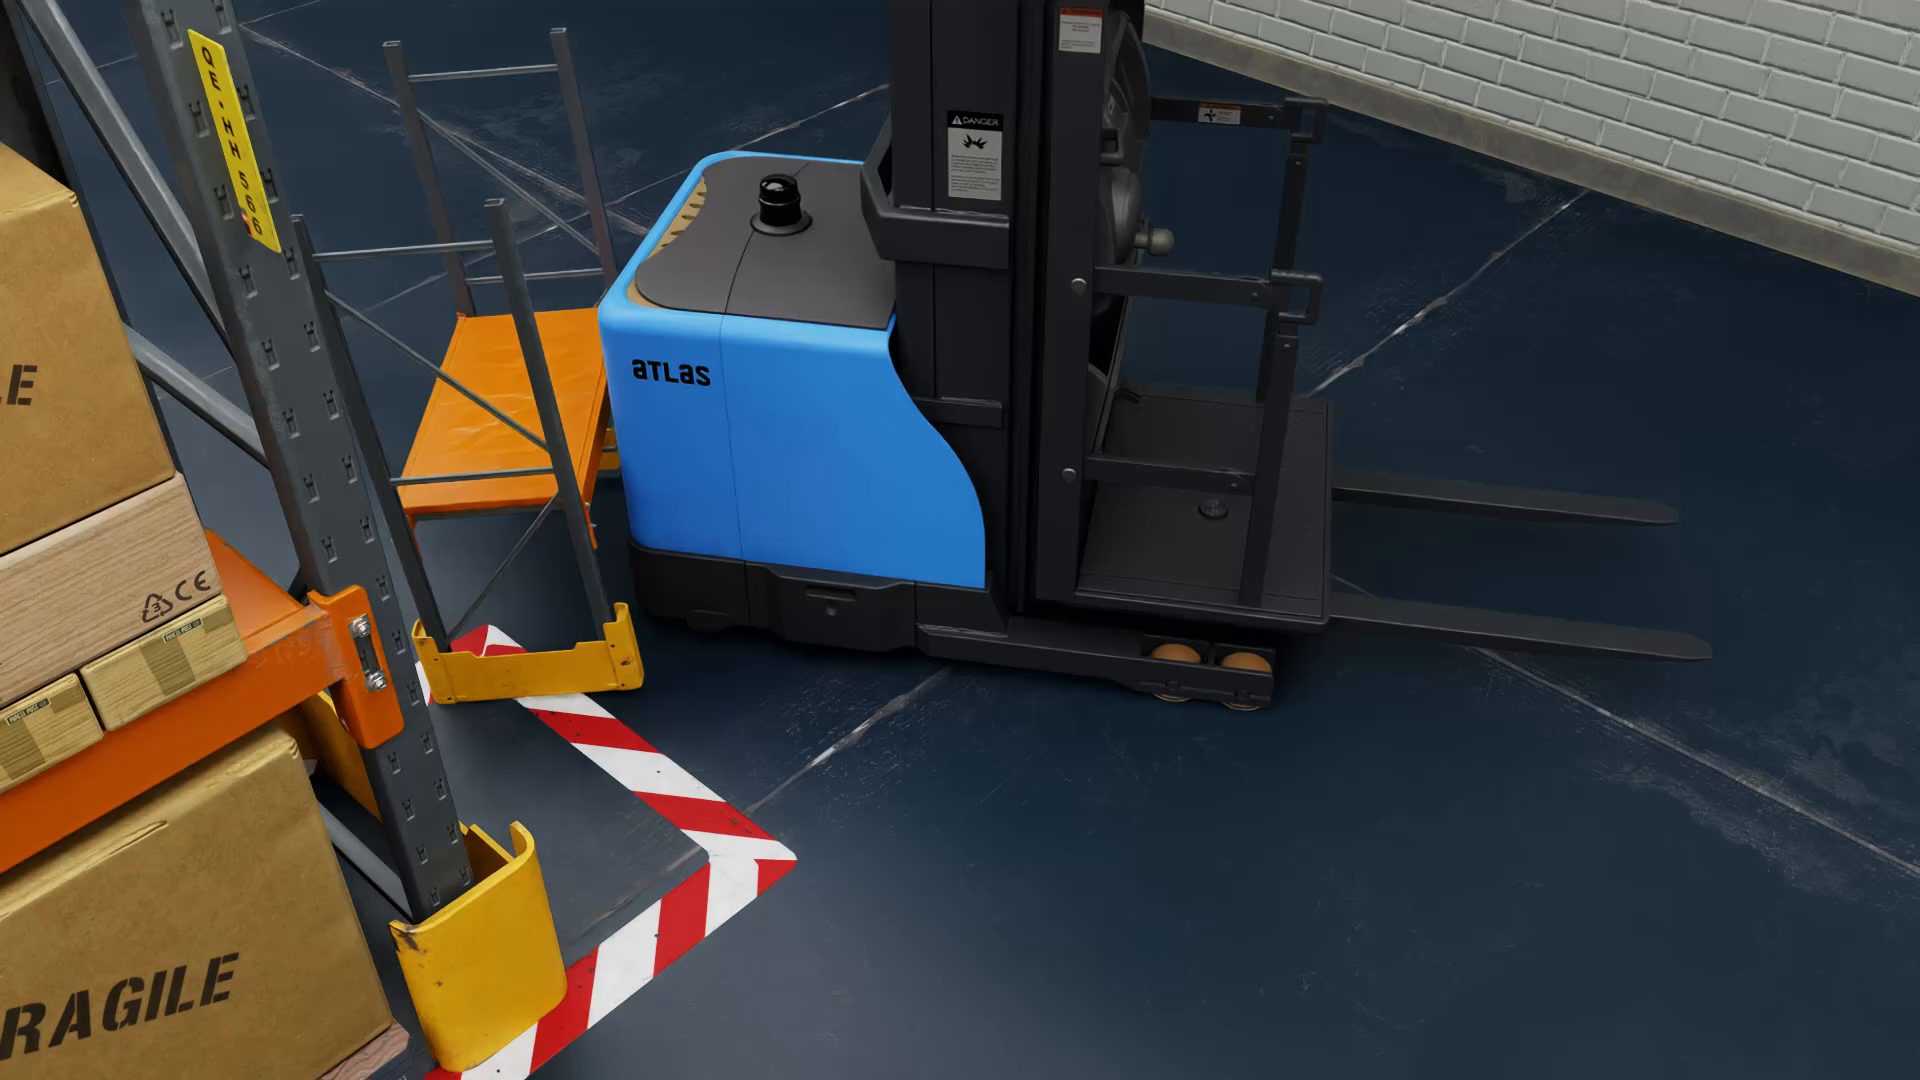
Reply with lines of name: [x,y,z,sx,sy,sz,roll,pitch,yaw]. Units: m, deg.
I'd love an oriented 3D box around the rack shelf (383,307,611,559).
rack shelf: [-1.245,-0.335,4.727,0.538,0.185,1.000,-4,39,0]

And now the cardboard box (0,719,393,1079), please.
cardboard box: [-1.833,0.723,3.300,0.875,0.875,0.875,30,47,32]

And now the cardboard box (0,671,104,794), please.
cardboard box: [-1.632,0.249,2.729,0.380,0.149,0.250,30,47,32]

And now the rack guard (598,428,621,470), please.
rack guard: [-1.241,-0.303,5.401,0.587,0.250,0.087,-4,39,0]

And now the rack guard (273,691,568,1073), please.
rack guard: [-1.445,0.696,3.974,1.175,0.500,0.348,30,47,32]

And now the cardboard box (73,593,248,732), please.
cardboard box: [-1.458,0.128,2.880,0.380,0.149,0.250,31,48,33]

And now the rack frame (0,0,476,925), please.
rack frame: [-1.461,-0.272,3.182,1.000,3.000,0.127,30,47,32]

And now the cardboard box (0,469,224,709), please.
cardboard box: [-1.592,0.005,2.716,0.500,0.250,0.500,29,47,31]

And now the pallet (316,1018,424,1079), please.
pallet: [-1.942,1.220,3.546,1.003,0.211,1.213,30,47,32]

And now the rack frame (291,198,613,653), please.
rack frame: [-1.232,-0.159,4.217,0.500,1.500,0.032,-4,39,0]

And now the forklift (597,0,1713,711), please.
forklift: [0.606,-1.030,4.190,3.031,2.935,1.130,7,39,8]

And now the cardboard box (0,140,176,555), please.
cardboard box: [-1.595,-0.289,2.482,0.500,0.500,0.500,30,47,32]

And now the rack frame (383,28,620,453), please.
rack frame: [-1.280,-0.791,5.013,0.500,1.500,0.032,-4,39,0]

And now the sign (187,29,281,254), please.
sign: [-1.070,-0.583,2.453,0.100,0.325,0.005,30,47,32]

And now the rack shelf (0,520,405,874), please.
rack shelf: [-2.810,0.929,2.250,1.077,0.370,4.000,30,47,32]

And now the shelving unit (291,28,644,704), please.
shelving unit: [-1.257,-0.481,4.622,0.587,1.500,1.083,-4,39,0]

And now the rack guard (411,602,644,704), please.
rack guard: [-1.194,0.316,4.622,0.587,0.250,0.087,-4,39,0]
